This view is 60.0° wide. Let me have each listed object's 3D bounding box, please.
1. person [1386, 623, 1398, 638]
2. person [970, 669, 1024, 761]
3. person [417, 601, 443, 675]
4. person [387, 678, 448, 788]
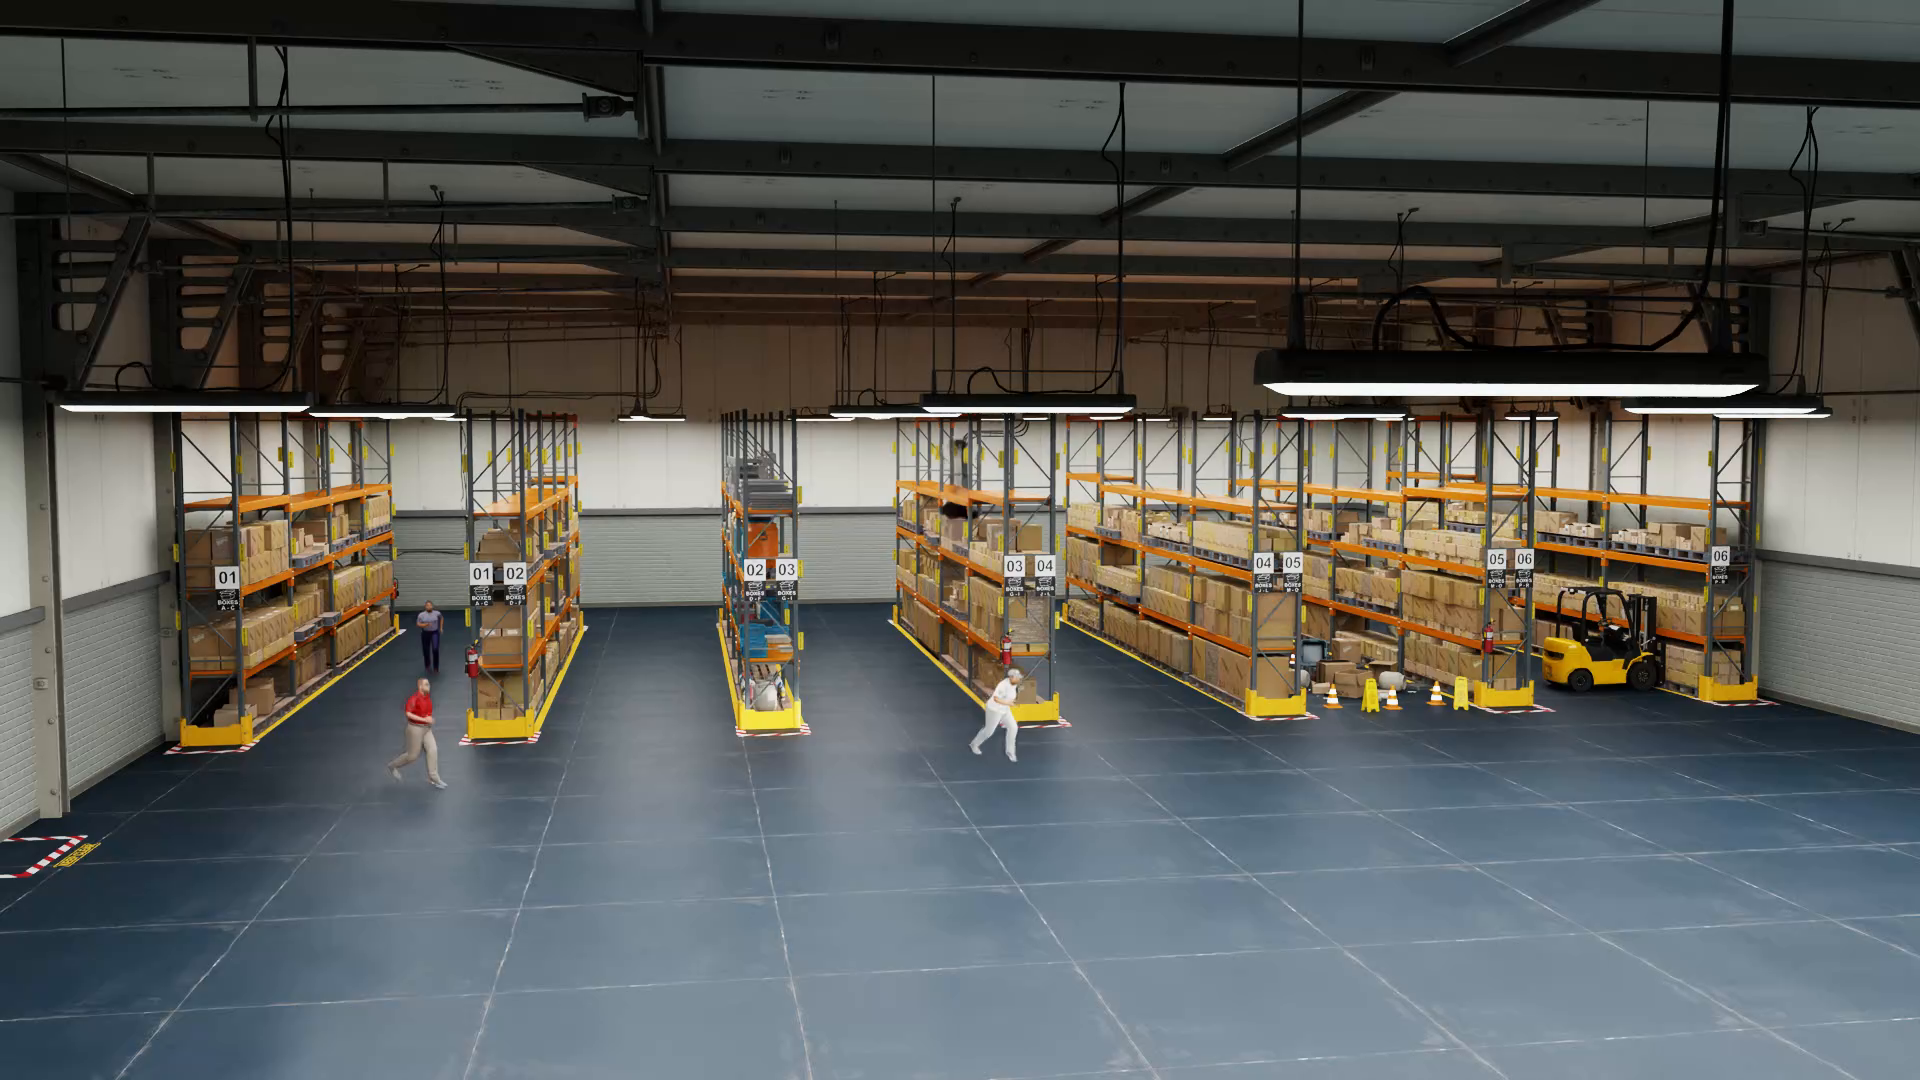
[{"bbox_3d":[11.134,1.911,42.799,0.568,1.674,0.922,-1,4,-11],"label":"person"},{"bbox_3d":[0.638,2.982,28.452,1.030,1.627,0.649,2,5,31],"label":"person"},{"bbox_3d":[-12.163,2.262,38.199,0.573,1.728,0.778,-1,4,-16],"label":"person"},{"bbox_3d":[-8.566,3.039,26.249,1.025,1.736,0.685,1,4,11],"label":"person"}]
